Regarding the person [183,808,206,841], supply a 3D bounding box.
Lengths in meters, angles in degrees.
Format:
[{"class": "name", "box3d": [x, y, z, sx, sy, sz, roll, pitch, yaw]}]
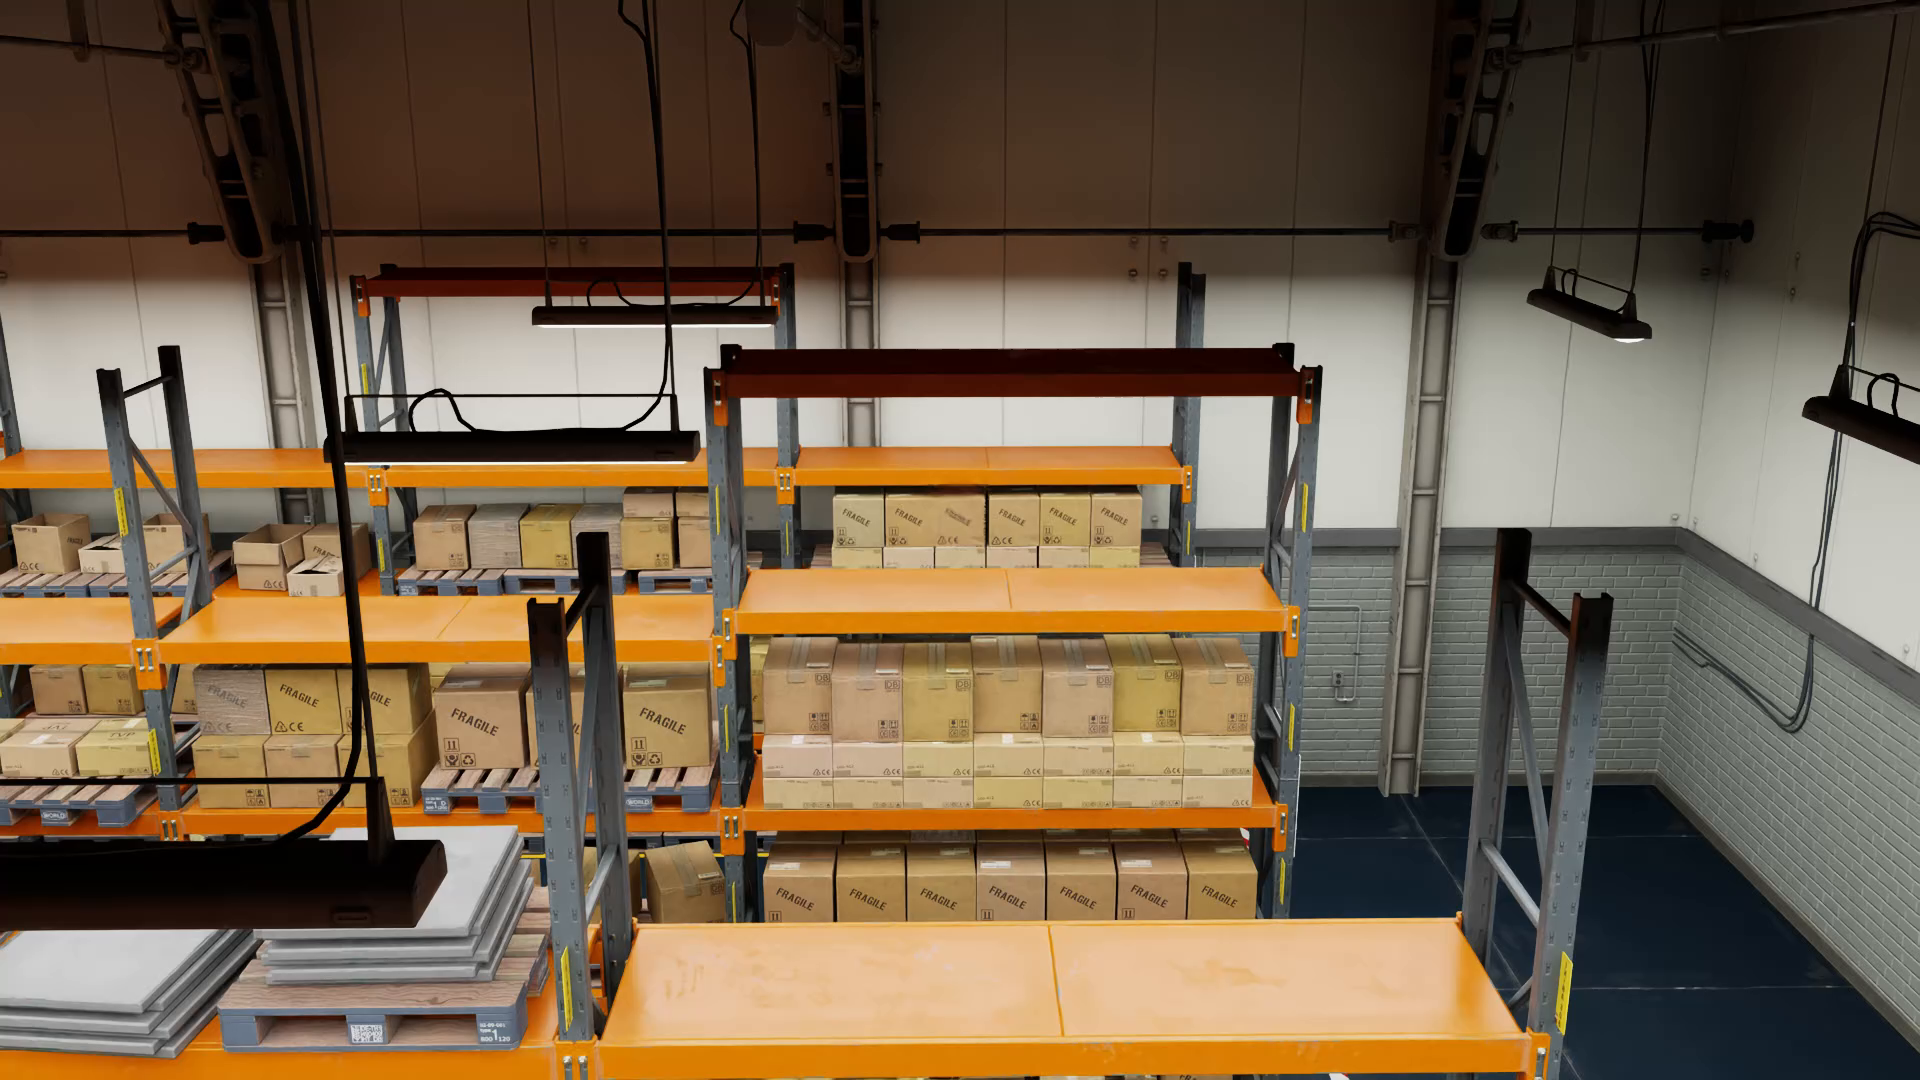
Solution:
[{"class": "person", "box3d": [-6.852, 3.163, 14.801, 0.628, 1.640, 0.505, 5, 17, 16]}]
